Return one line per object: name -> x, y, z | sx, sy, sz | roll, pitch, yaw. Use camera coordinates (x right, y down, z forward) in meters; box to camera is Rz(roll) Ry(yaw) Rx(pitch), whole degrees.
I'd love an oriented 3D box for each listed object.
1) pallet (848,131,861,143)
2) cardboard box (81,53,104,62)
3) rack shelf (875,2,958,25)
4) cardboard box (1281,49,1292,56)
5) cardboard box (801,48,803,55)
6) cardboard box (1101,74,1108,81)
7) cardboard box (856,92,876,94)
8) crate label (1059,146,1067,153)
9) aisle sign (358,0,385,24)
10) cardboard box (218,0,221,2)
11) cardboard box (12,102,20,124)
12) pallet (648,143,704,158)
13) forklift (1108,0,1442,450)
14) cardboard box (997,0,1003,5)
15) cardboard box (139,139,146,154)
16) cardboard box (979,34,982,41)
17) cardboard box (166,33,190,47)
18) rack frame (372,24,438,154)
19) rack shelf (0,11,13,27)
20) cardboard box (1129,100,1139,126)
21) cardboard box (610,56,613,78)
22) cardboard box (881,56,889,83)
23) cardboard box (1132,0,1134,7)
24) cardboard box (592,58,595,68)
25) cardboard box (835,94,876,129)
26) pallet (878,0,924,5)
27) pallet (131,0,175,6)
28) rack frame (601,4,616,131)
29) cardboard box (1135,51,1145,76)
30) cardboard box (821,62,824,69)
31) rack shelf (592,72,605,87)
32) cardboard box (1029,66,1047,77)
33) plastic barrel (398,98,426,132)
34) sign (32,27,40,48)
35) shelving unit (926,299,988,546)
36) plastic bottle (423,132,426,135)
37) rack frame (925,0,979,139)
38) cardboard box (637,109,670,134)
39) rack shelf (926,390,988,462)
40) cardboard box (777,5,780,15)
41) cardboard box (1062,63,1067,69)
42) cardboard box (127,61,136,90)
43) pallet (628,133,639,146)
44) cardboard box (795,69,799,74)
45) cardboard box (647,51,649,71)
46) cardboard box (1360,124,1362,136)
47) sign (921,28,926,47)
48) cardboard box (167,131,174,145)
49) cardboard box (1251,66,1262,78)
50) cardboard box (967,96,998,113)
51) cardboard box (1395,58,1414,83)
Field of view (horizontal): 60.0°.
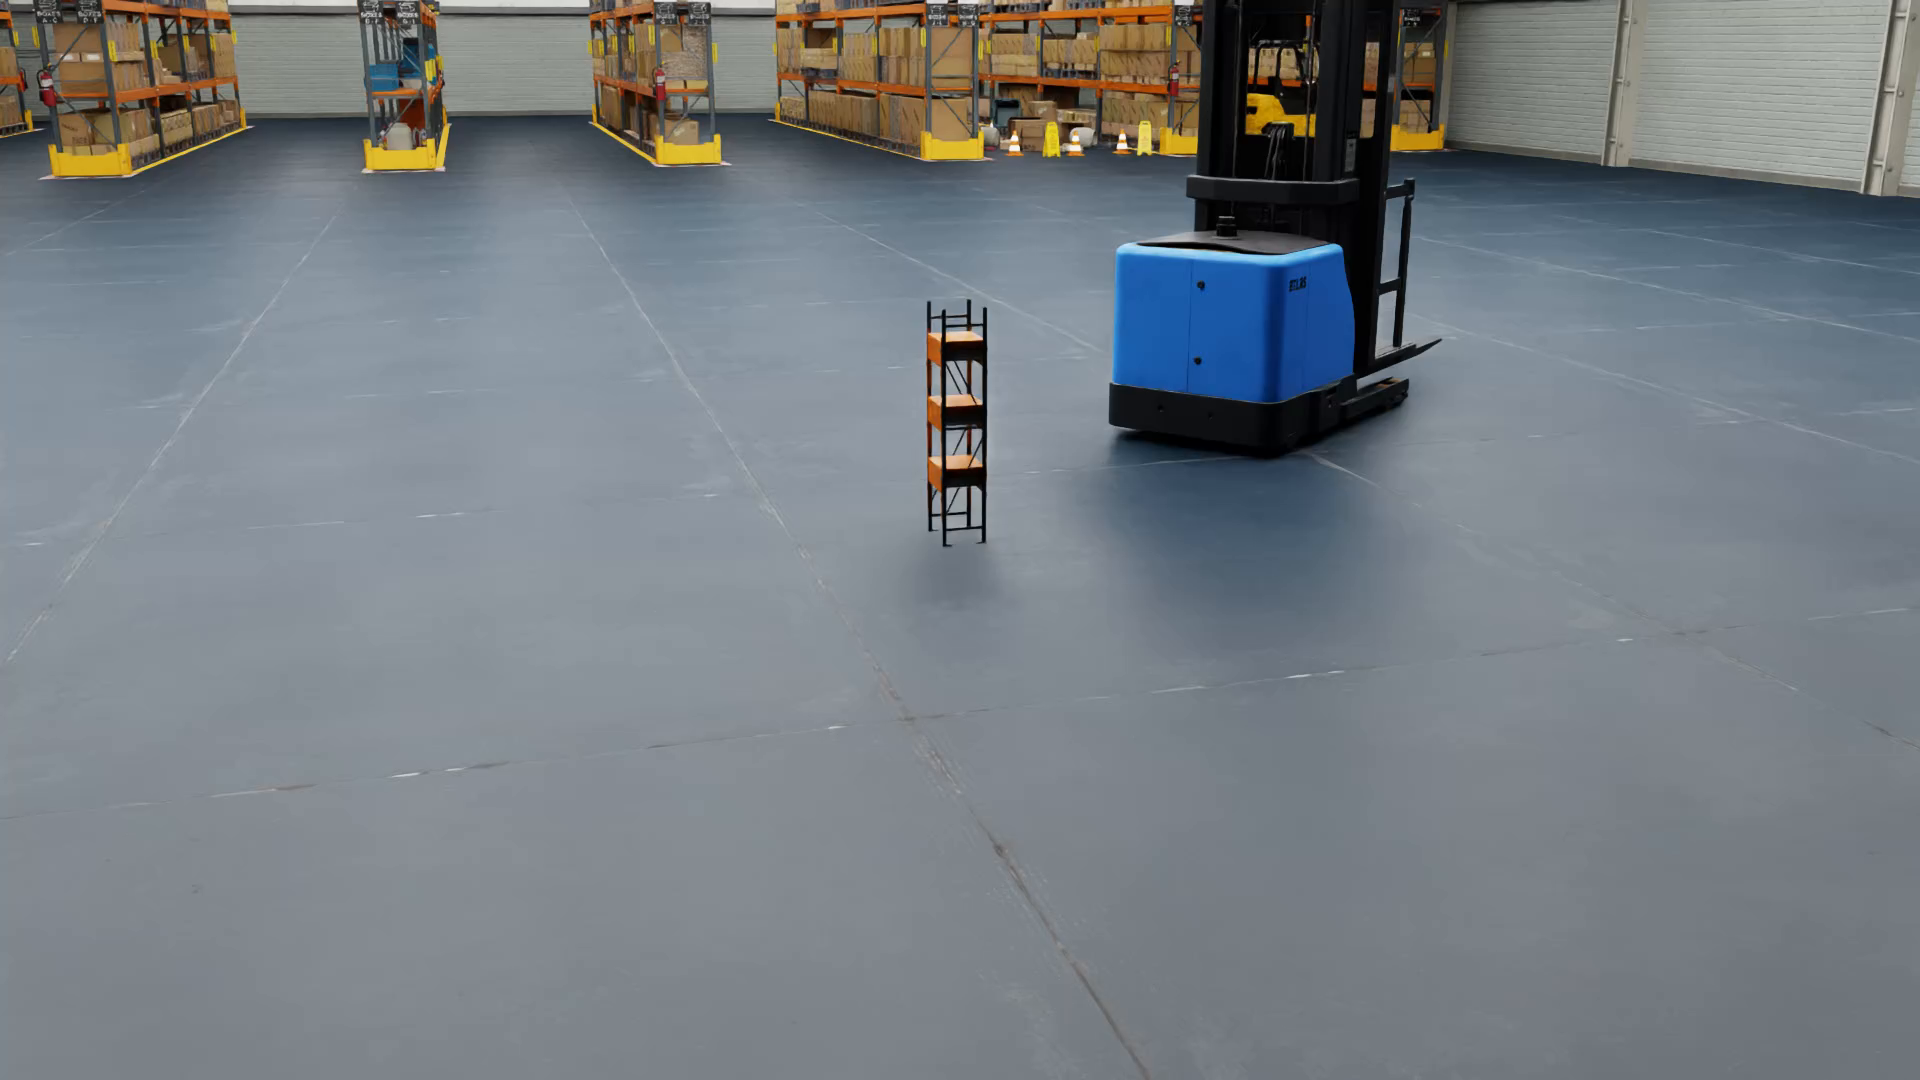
pallet -> -1.873, -9.003, 37.056 | 1.003, 0.211, 1.213 | -5, 17, -15
cardboard box -> -14.374, -8.024, 27.649 | 0.380, 0.149, 0.250 | -5, 17, -16
rack shelf -> -0.700, -10.331, 32.669 | 1.077, 0.370, 4.000 | -5, 17, -15
cardboard box -> 7.641, -11.245, 38.372 | 0.380, 0.149, 0.250 | -5, 18, -17
cardboard box -> -3.782, -12.226, 41.611 | 0.380, 0.149, 0.250 | -4, 17, -12
cardboard box -> 3.260, -9.979, 35.896 | 0.380, 0.149, 0.250 | -5, 17, -16
cardboard box -> -2.306, -10.472, 39.412 | 0.500, 0.250, 0.500 | -6, 18, -18
crate label -> 1.973, -7.782, 33.121 | 0.298, 0.136, 0.250 | 16, 23, 42
aisle sign -> -9.975, -9.132, 28.120 | 0.394, 0.787, 0.004 | -5, 17, -15
cardboard box -> -18.213, -13.171, 40.263 | 0.500, 0.250, 0.500 | -5, 17, -15
cardboard box -> -23.344, -10.391, 40.446 | 0.700, 0.500, 0.500 | -5, 17, -15
pallet -> -5.489, -7.572, 32.292 | 1.003, 0.211, 1.213 | -5, 17, -15
forklift -> 2.103, -2.255, 9.865 | 1.130, 2.935, 3.031 | 12, 20, 34
cardboard box -> 1.247, -13.844, 42.207 | 0.500, 0.500, 0.500 | -5, 17, -16
cardboard box -> -14.817, -7.005, 29.608 | 0.500, 0.250, 0.500 | -5, 17, -15
cardboard box -> 0.756, -13.201, 44.274 | 0.500, 0.500, 0.500 | -5, 17, -16
cardboard box -> -18.159, -11.505, 38.628 | 0.500, 0.500, 0.500 | -5, 17, -15
rack frame -> -10.809, -9.037, 32.322 | 1.000, 3.000, 0.127 | -5, 17, -15
rack shelf -> -23.083, -12.112, 38.595 | 1.077, 0.370, 4.000 | -5, 17, -15
cardboard box -> 3.832, -8.834, 34.393 | 0.500, 0.500, 0.500 | -5, 17, -17
cardboard box -> -7.936, -11.122, 39.091 | 0.500, 0.500, 0.500 | -4, 17, -14
cardboard box -> -1.137, -9.763, 34.480 | 0.875, 0.550, 0.550 | -5, 17, -15
cardboard box -> 3.755, -10.995, 34.065 | 0.380, 0.149, 0.250 | -5, 17, -15
cardboard box -> -9.472, -12.664, 44.142 | 0.500, 0.250, 0.500 | -5, 17, -17
cardboard box -> -2.268, -9.847, 38.200 | 1.050, 0.750, 0.750 | -5, 17, -16
pallet -> -1.035, -10.960, 33.663 | 1.003, 0.211, 1.213 | -5, 17, -15
pallet -> -16.089, -10.609, 32.671 | 1.003, 0.211, 1.213 | -4, 17, -13
rack frame -> -8.245, -11.641, 40.993 | 1.000, 3.000, 0.127 | -5, 17, -15
cardboard box -> 3.900, -9.702, 33.845 | 0.500, 0.500, 0.500 | -5, 17, -16
cardboard box -> -3.064, -11.220, 39.297 | 0.380, 0.149, 0.250 | -4, 17, -14
rack shelf -> -8.795, -11.850, 42.938 | 1.077, 0.370, 4.000 | -5, 17, -15
cardboard box -> 1.994, -11.366, 40.336 | 0.500, 0.250, 0.500 | -5, 18, -17
plastic barrel -> -12.059, -9.439, 36.703 | 0.600, 0.830, 0.708 | -5, 17, -15
sign -> -14.999, -8.169, 27.008 | 0.100, 0.325, 0.005 | -5, 17, -15
shelving unit -> -0.015, -0.518, 7.350 | 0.215, 1.050, 0.252 | -5, 17, -15
plastic bottle -> -10.086, -7.539, 31.314 | 0.097, 0.271, 0.097 | 0, 17, 0
rack frame -> -0.151, -8.686, 31.155 | 1.000, 3.000, 0.127 | -5, 17, -15
cardboard box -> -6.615, -9.056, 35.966 | 0.700, 0.500, 0.500 | -3, 17, -11
rack shelf -> -0.015, -0.507, 7.353 | 0.215, 0.259, 0.240 | -5, 17, -15
cardboard box -> -4.670, -14.332, 44.998 | 0.500, 0.250, 0.500 | -4, 17, -13
cardboard box -> 2.566, -10.996, 38.552 | 0.380, 0.149, 0.250 | -4, 17, -12
cardboard box -> -15.159, -8.287, 29.654 | 0.700, 0.500, 0.500 | -4, 17, -14
pallet -> -6.601, -8.646, 35.869 | 1.003, 0.211, 1.213 | -5, 17, -15
cardboard box -> -4.094, -12.233, 43.399 | 0.380, 0.149, 0.250 | -5, 18, -18
cardboard box -> -5.421, -8.937, 31.300 | 0.875, 0.500, 0.500 | -5, 17, -15
cardboard box -> 8.663, -8.766, 35.469 | 0.500, 0.250, 0.500 | -5, 17, -15
sign -> -0.676, -9.315, 30.824 | 0.100, 0.325, 0.005 | -5, 17, -15
cardboard box -> -15.584, -7.803, 32.265 | 0.500, 0.250, 0.500 | -4, 17, -14
cardboard box -> 7.323, -11.216, 39.839 | 0.500, 0.250, 0.500 | -5, 18, -17
cardboard box -> 0.721, -12.078, 46.171 | 0.875, 0.438, 0.875 | -4, 17, -14
cardboard box -> 8.965, -9.662, 34.230 | 0.500, 0.500, 0.500 | -5, 17, -16
